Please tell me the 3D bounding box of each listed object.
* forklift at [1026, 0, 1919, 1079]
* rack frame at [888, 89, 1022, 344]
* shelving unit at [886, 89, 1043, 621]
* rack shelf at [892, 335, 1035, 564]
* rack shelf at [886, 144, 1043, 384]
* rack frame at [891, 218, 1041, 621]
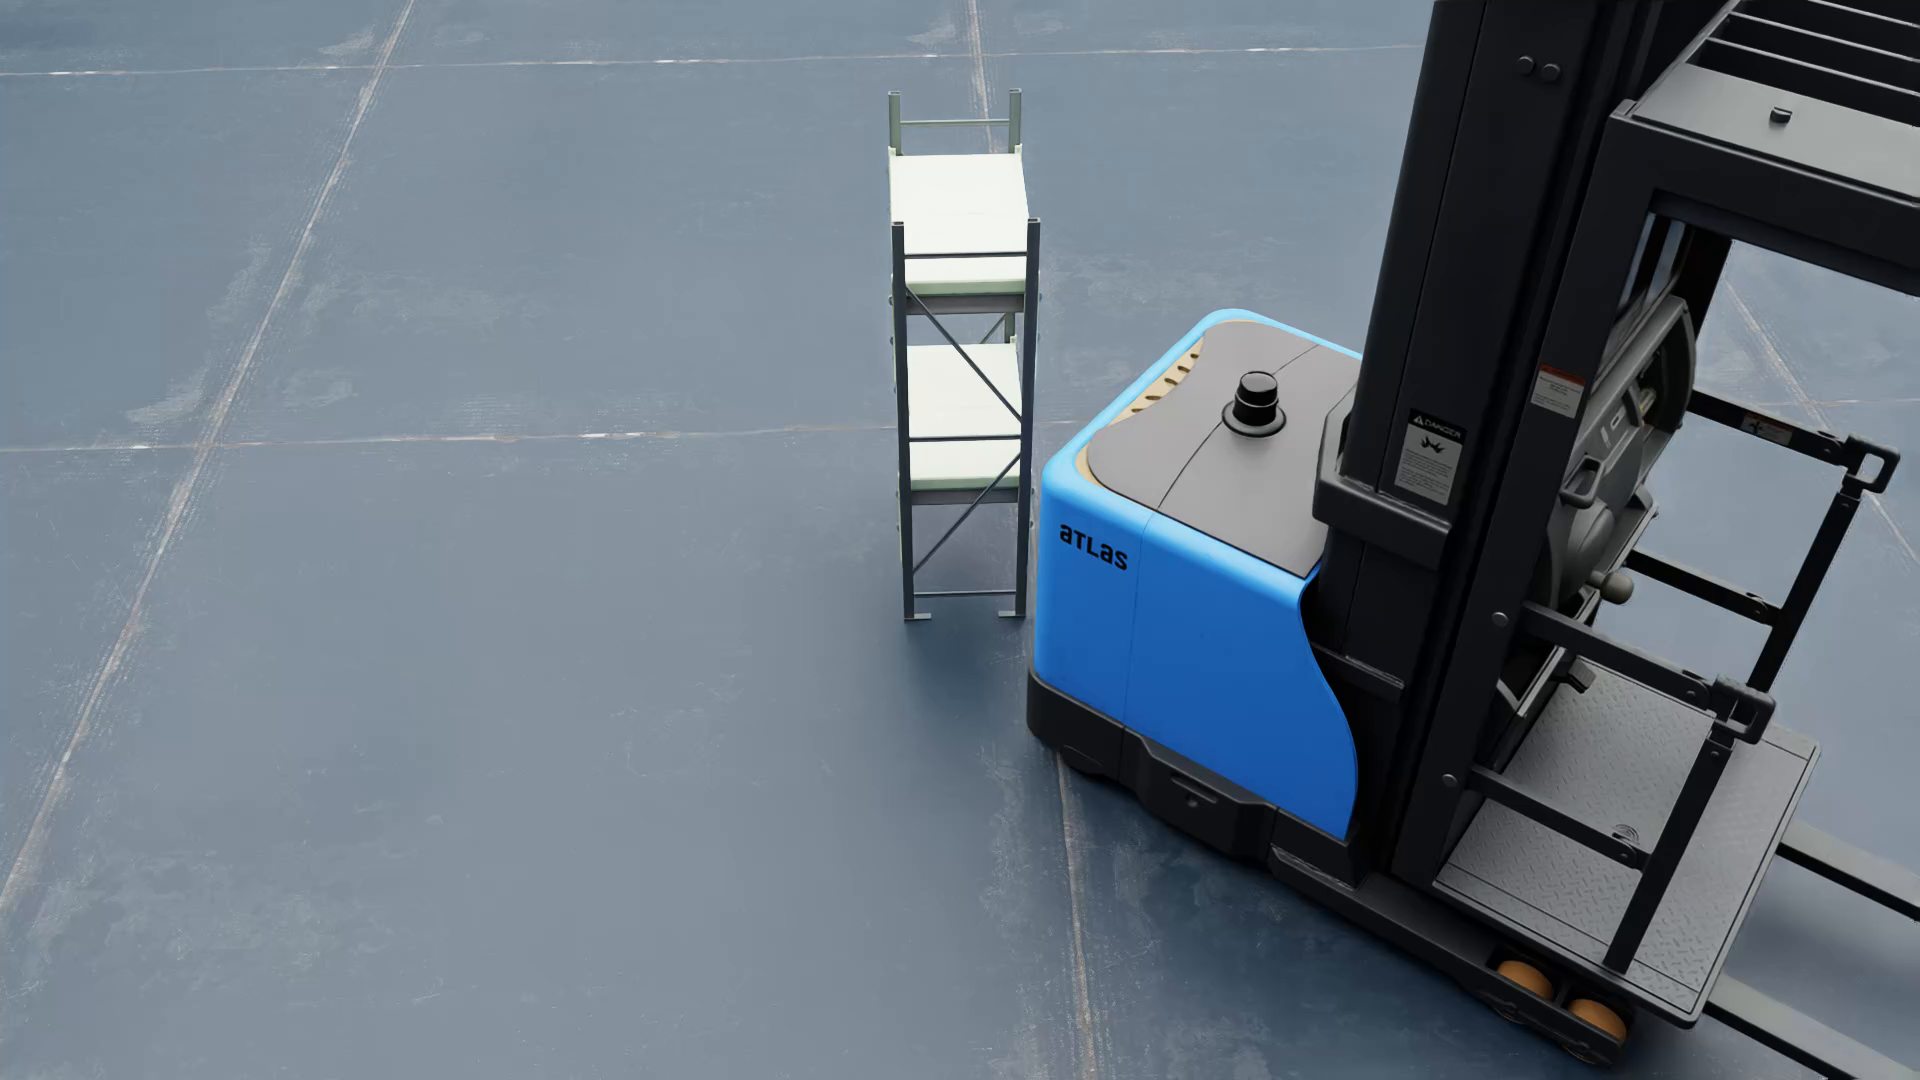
[{"bbox_3d":[1.688,-0.147,3.741,3.031,2.935,1.130,26,49,26],"label":"forklift"},{"bbox_3d":[-0.015,-0.795,5.508,0.400,1.500,0.023,-2,43,-2],"label":"rack frame"},{"bbox_3d":[0.000,-0.548,5.238,0.431,1.500,0.755,-2,43,-2],"label":"shelving unit"},{"bbox_3d":[0.000,-0.308,5.459,0.431,0.370,0.720,-2,43,-2],"label":"rack shelf"},{"bbox_3d":[0.000,-0.836,4.975,0.431,0.370,0.720,-2,43,-2],"label":"rack shelf"},{"bbox_3d":[0.016,-0.301,4.969,0.400,1.500,0.023,-2,43,-2],"label":"rack frame"}]
